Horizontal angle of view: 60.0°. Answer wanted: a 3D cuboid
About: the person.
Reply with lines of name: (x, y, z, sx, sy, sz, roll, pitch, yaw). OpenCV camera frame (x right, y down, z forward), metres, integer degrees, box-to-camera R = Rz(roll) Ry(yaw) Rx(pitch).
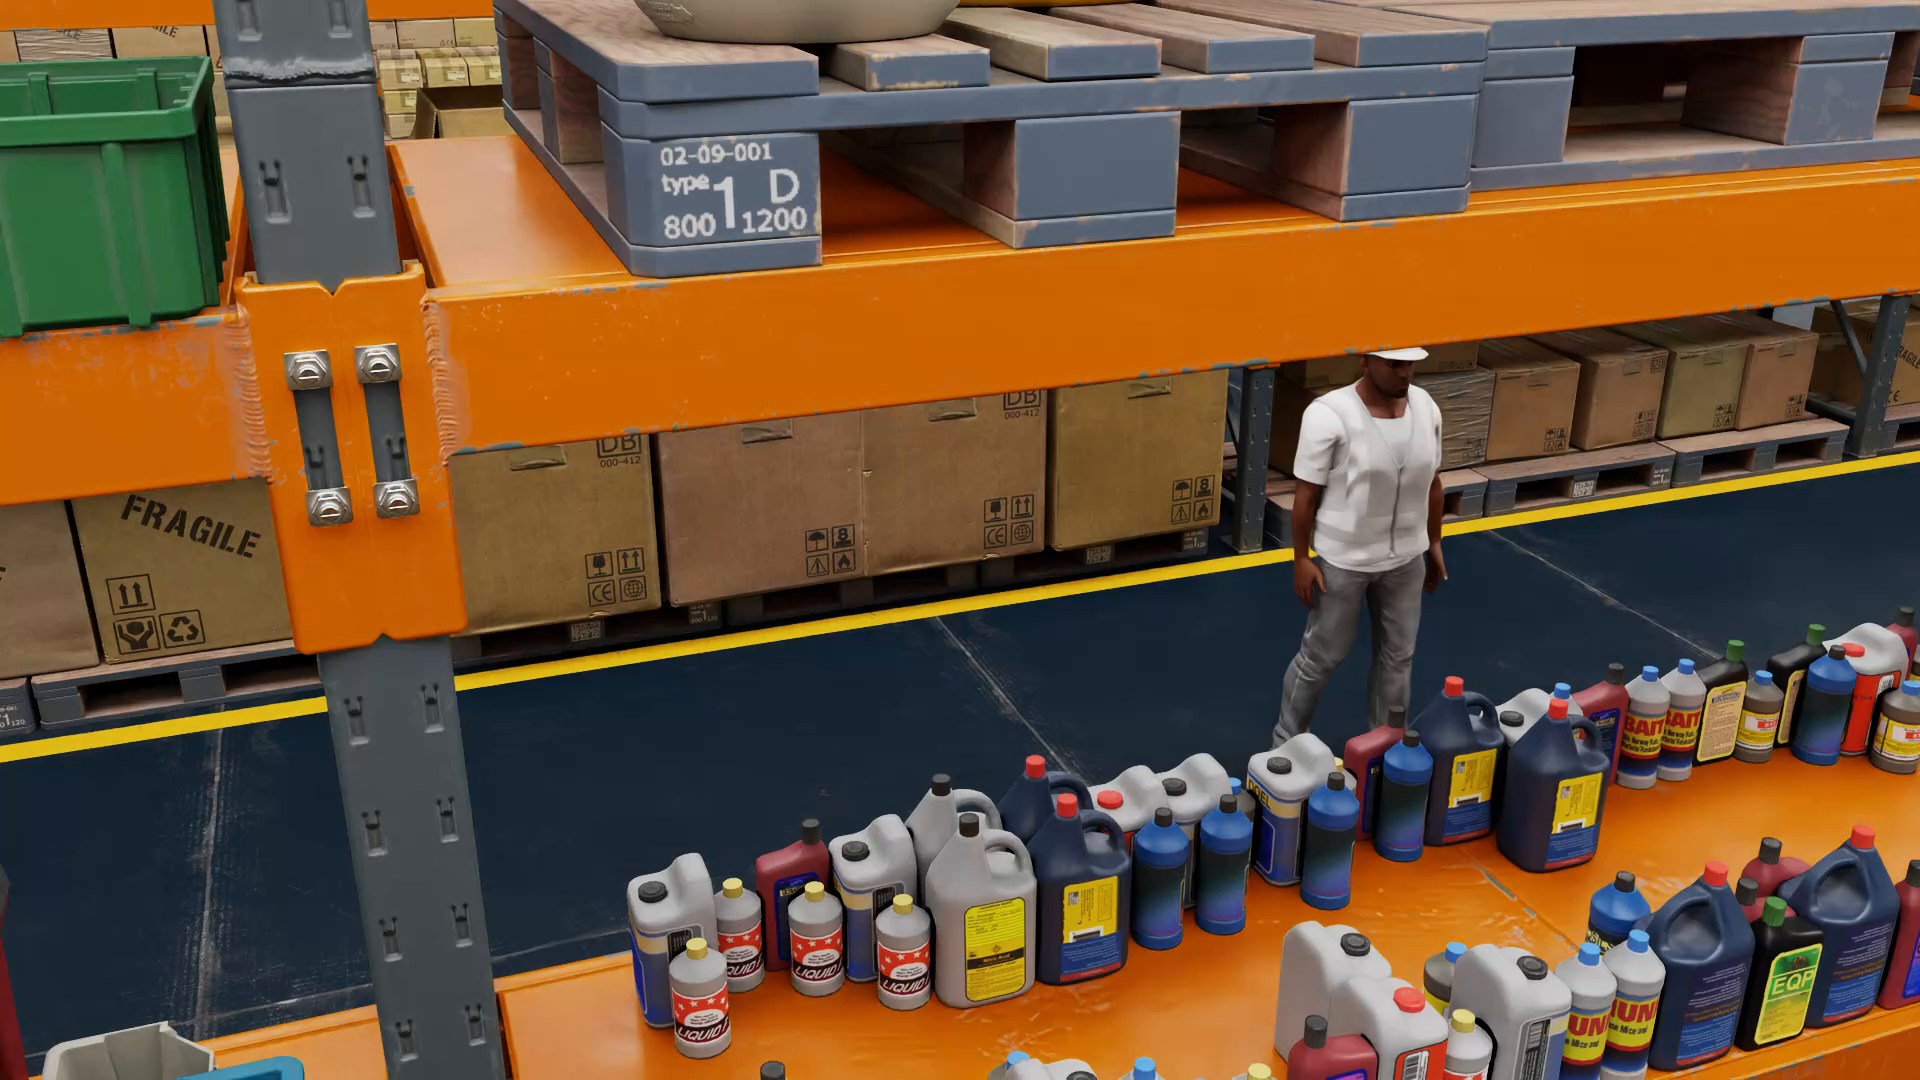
person: (1.480, 0.069, 5.899, 0.588, 1.776, 0.533, -7, 24, -17)
